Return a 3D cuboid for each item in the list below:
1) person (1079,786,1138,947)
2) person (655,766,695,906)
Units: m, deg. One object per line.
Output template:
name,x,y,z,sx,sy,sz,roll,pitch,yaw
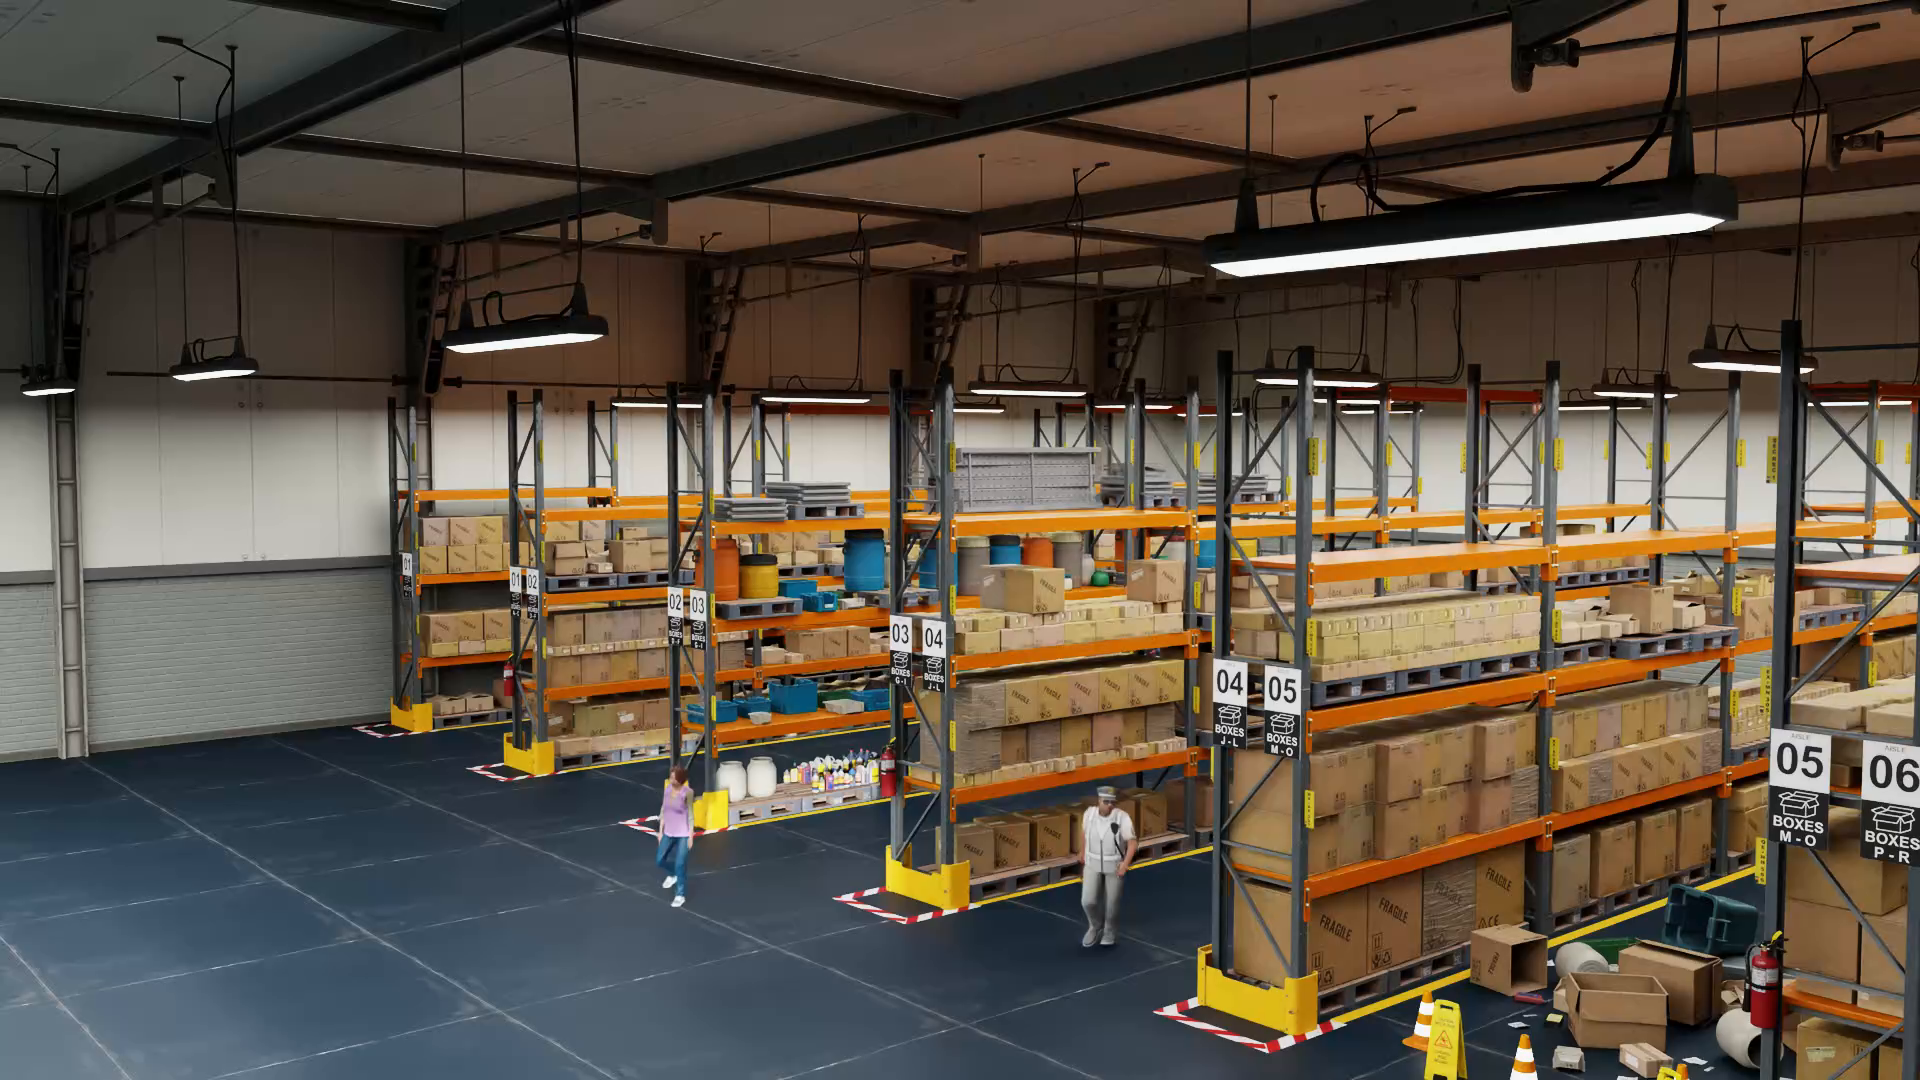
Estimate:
person,1.480,3.314,16.846,0.651,1.696,0.825,1,3,13
person,-3.175,3.278,18.635,0.578,1.572,0.527,1,4,23
